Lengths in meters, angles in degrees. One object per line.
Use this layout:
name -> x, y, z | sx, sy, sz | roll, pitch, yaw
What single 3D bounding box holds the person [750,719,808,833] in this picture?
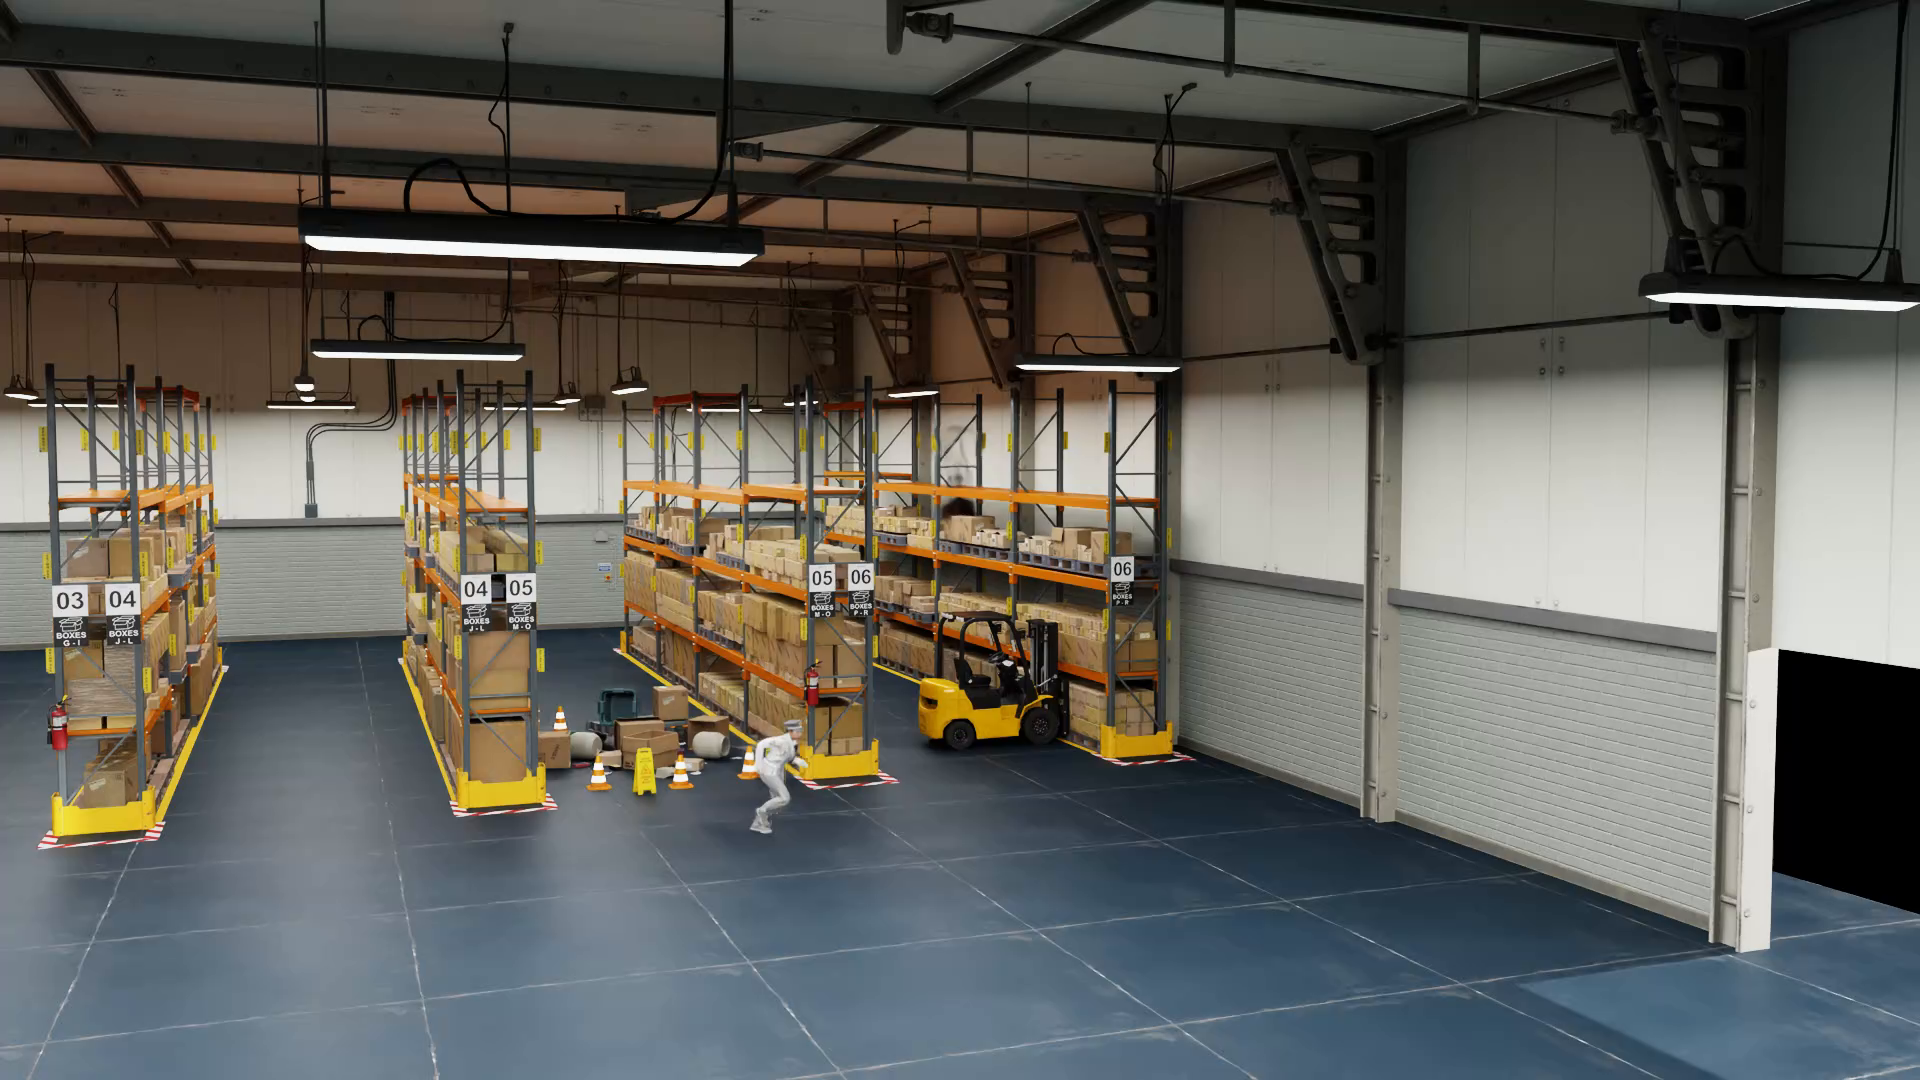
person -> -2.332, 3.020, 21.157 | 0.822, 1.498, 0.645 | 1, 4, 23
